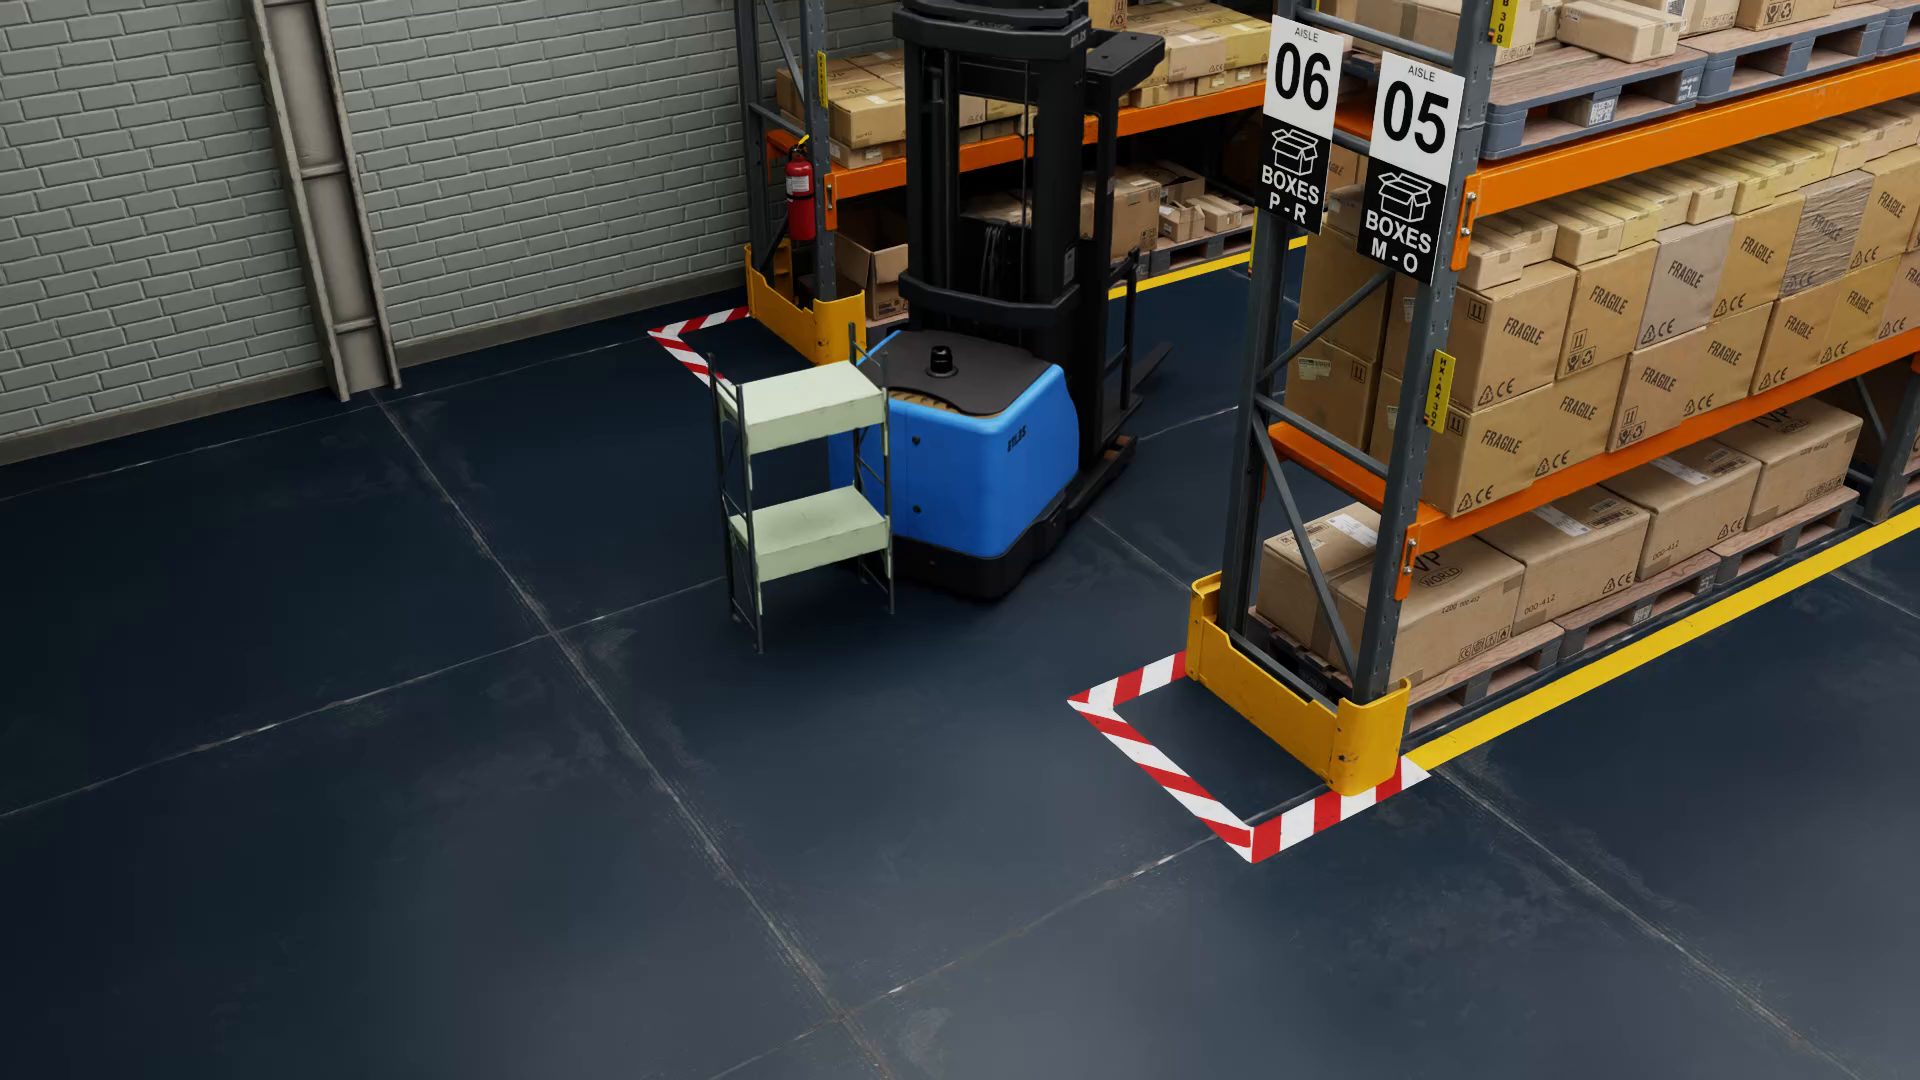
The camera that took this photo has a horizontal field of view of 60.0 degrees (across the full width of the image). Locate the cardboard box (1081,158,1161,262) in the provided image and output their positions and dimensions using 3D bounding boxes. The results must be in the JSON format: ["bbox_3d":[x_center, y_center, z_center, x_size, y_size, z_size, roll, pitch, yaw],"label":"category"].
[{"bbox_3d":[1.052,-2.436,12.250,0.500,0.500,0.700,-20,38,-29],"label":"cardboard box"}]

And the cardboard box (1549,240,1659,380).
[{"bbox_3d":[2.555,-1.056,7.081,0.500,0.500,0.500,-20,37,-29],"label":"cardboard box"}]

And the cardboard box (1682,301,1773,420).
[{"bbox_3d":[3.385,-0.929,7.818,0.500,0.500,0.500,-18,36,-26],"label":"cardboard box"}]

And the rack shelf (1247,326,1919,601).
[{"bbox_3d":[3.248,-0.701,8.224,4.000,0.370,1.077,-19,37,-27],"label":"rack shelf"}]

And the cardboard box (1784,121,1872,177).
[{"bbox_3d":[3.953,-1.826,7.695,0.250,0.149,0.380,-19,37,-28],"label":"cardboard box"}]

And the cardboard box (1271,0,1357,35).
[{"bbox_3d":[2.764,-4.068,12.399,0.500,0.500,0.700,-18,36,-26],"label":"cardboard box"}]

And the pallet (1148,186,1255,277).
[{"bbox_3d":[1.659,-2.431,12.906,1.213,0.211,1.003,-19,37,-27],"label":"pallet"}]

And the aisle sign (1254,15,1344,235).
[{"bbox_3d":[1.339,-1.645,6.609,0.004,0.787,0.394,-19,37,-27],"label":"aisle sign"}]

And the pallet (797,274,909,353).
[{"bbox_3d":[-0.392,-1.725,11.787,1.213,0.211,1.003,-19,37,-27],"label":"pallet"}]

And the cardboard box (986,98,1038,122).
[{"bbox_3d":[0.250,-3.019,11.085,0.500,0.250,0.500,-20,37,-28],"label":"cardboard box"}]

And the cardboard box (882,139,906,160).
[{"bbox_3d":[-0.512,-2.612,10.815,0.250,0.149,0.380,-18,36,-26],"label":"cardboard box"}]

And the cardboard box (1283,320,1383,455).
[{"bbox_3d":[1.829,-0.728,7.498,0.500,0.500,0.500,-19,37,-27],"label":"cardboard box"}]

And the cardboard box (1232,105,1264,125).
[{"bbox_3d":[2.390,-3.439,13.231,0.250,0.149,0.380,-21,38,-29],"label":"cardboard box"}]

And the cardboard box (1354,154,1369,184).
[{"bbox_3d":[3.207,-3.126,13.343,0.500,0.500,0.500,-19,37,-28],"label":"cardboard box"}]

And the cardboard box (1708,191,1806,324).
[{"bbox_3d":[3.403,-1.353,7.552,0.500,0.500,0.500,-19,37,-27],"label":"cardboard box"}]

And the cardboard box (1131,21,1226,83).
[{"bbox_3d":[1.528,-3.463,11.789,0.500,0.250,0.500,-19,37,-27],"label":"cardboard box"}]

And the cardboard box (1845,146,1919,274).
[{"bbox_3d":[4.251,-1.645,8.016,0.500,0.500,0.500,-20,37,-28],"label":"cardboard box"}]

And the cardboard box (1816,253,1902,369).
[{"bbox_3d":[4.248,-1.226,8.288,0.500,0.500,0.500,-20,37,-28],"label":"cardboard box"}]

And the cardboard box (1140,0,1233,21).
[{"bbox_3d":[1.674,-3.849,12.401,0.500,0.250,0.500,-19,37,-28],"label":"cardboard box"}]

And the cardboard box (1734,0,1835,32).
[{"bbox_3d":[3.343,-2.474,6.967,0.500,0.500,0.500,-18,37,-26],"label":"cardboard box"}]

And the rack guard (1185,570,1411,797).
[{"bbox_3d":[1.547,0.637,7.772,0.348,0.500,1.175,-19,37,-27],"label":"rack guard"}]

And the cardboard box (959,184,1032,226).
[{"bbox_3d":[0.180,-2.136,11.774,0.500,0.500,0.700,-17,36,-25],"label":"cardboard box"}]

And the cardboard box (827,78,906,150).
[{"bbox_3d":[-0.598,-2.725,10.620,0.500,0.250,0.500,-19,37,-27],"label":"cardboard box"}]

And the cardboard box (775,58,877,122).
[{"bbox_3d":[-0.883,-2.966,11.003,0.500,0.250,0.500,-18,36,-26],"label":"cardboard box"}]

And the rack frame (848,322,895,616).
[{"bbox_3d":[-0.442,-0.337,8.379,0.023,1.500,0.400,-16,36,-23],"label":"rack frame"}]

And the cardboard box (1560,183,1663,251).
[{"bbox_3d":[2.689,-1.361,6.957,0.250,0.149,0.380,-20,37,-29],"label":"cardboard box"}]

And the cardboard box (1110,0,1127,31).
[{"bbox_3d":[0.841,-3.877,11.743,0.500,0.500,0.500,-20,37,-29],"label":"cardboard box"}]

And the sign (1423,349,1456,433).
[{"bbox_3d":[1.863,-0.576,6.466,0.005,0.325,0.100,-19,37,-27],"label":"sign"}]

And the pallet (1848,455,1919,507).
[{"bbox_3d":[5.537,-0.661,10.100,1.213,0.211,1.003,-19,37,-27],"label":"pallet"}]

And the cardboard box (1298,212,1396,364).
[{"bbox_3d":[1.843,-1.138,7.212,0.500,0.500,0.500,-18,36,-26],"label":"cardboard box"}]

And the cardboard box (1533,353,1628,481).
[{"bbox_3d":[2.536,-0.638,7.356,0.500,0.500,0.500,-20,37,-28],"label":"cardboard box"}]

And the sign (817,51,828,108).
[{"bbox_3d":[-0.831,-2.775,10.026,0.005,0.325,0.100,-19,37,-27],"label":"sign"}]

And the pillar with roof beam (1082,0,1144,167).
[{"bbox_3d":[3.496,-4.618,8.136,0.400,9.000,9.100,-19,37,-27],"label":"pillar with roof beam"}]

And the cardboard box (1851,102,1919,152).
[{"bbox_3d":[4.347,-1.996,7.964,0.250,0.149,0.380,-19,37,-27],"label":"cardboard box"}]

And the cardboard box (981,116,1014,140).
[{"bbox_3d":[0.156,-2.828,11.158,0.250,0.149,0.380,-18,37,-27],"label":"cardboard box"}]

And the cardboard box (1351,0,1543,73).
[{"bbox_3d":[1.897,-2.023,6.487,0.500,0.250,0.500,-23,39,-31],"label":"cardboard box"}]

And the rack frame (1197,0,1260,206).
[{"bbox_3d":[2.237,-3.808,12.476,0.127,3.000,1.000,-19,37,-27],"label":"rack frame"}]

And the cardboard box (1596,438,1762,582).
[{"bbox_3d":[3.591,-0.285,8.898,0.875,0.438,0.875,-20,37,-29],"label":"cardboard box"}]

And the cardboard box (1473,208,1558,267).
[{"bbox_3d":[2.197,-1.253,6.786,0.250,0.149,0.380,-18,36,-26],"label":"cardboard box"}]

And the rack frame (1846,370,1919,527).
[{"bbox_3d":[4.929,-1.583,8.949,0.127,3.000,1.000,-19,37,-27],"label":"rack frame"}]

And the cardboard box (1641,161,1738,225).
[{"bbox_3d":[3.114,-1.514,7.199,0.250,0.149,0.380,-19,37,-27],"label":"cardboard box"}]

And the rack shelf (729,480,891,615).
[{"bbox_3d":[-0.766,0.030,8.408,0.720,0.370,0.431,-16,36,-23],"label":"rack shelf"}]

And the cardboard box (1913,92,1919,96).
[{"bbox_3d":[4.843,-2.091,8.115,0.250,0.149,0.380,-20,37,-28],"label":"cardboard box"}]

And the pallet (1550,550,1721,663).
[{"bbox_3d":[3.221,0.136,8.837,1.213,0.211,1.003,-19,37,-27],"label":"pallet"}]

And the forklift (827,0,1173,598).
[{"bbox_3d":[0.410,-1.705,9.206,1.130,2.935,3.031,15,35,23],"label":"forklift"}]

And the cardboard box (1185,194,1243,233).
[{"bbox_3d":[1.927,-2.487,12.660,0.250,0.149,0.380,-20,37,-29],"label":"cardboard box"}]

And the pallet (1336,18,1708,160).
[{"bbox_3d":[2.185,-1.877,6.686,1.213,0.211,1.003,-19,37,-27],"label":"pallet"}]

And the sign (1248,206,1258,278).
[{"bbox_3d":[1.285,-1.264,7.136,0.005,0.325,0.100,-19,37,-27],"label":"sign"}]

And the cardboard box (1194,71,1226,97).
[{"bbox_3d":[1.693,-3.326,11.946,0.250,0.149,0.380,-18,36,-26],"label":"cardboard box"}]

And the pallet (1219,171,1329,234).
[{"bbox_3d":[2.900,-2.881,13.619,1.213,0.211,1.003,-19,37,-27],"label":"pallet"}]

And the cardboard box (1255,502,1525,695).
[{"bbox_3d":[2.068,0.243,8.061,0.875,0.438,0.875,-20,38,-29],"label":"cardboard box"}]

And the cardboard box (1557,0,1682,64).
[{"bbox_3d":[2.606,-2.021,6.579,0.250,0.149,0.380,-18,36,-26],"label":"cardboard box"}]

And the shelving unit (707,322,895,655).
[{"bbox_3d":[-0.766,-0.246,8.234,0.755,1.500,0.431,-16,36,-23],"label":"shelving unit"}]

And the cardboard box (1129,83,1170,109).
[{"bbox_3d":[1.258,-3.175,11.708,0.250,0.149,0.380,-20,37,-28],"label":"cardboard box"}]

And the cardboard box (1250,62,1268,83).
[{"bbox_3d":[2.105,-3.497,12.217,0.250,0.149,0.380,-18,37,-27],"label":"cardboard box"}]

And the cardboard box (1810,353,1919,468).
[{"bbox_3d":[5.407,-1.077,9.744,0.875,0.875,0.875,-18,36,-26],"label":"cardboard box"}]

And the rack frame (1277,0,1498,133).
[{"bbox_3d":[1.567,-2.964,5.515,0.127,3.000,1.000,-19,37,-27],"label":"rack frame"}]

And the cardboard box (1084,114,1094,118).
[{"bbox_3d":[0.799,-3.058,11.522,0.250,0.149,0.380,-19,37,-27],"label":"cardboard box"}]

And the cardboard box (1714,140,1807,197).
[{"bbox_3d":[3.536,-1.672,7.451,0.250,0.149,0.380,-19,37,-27],"label":"cardboard box"}]
